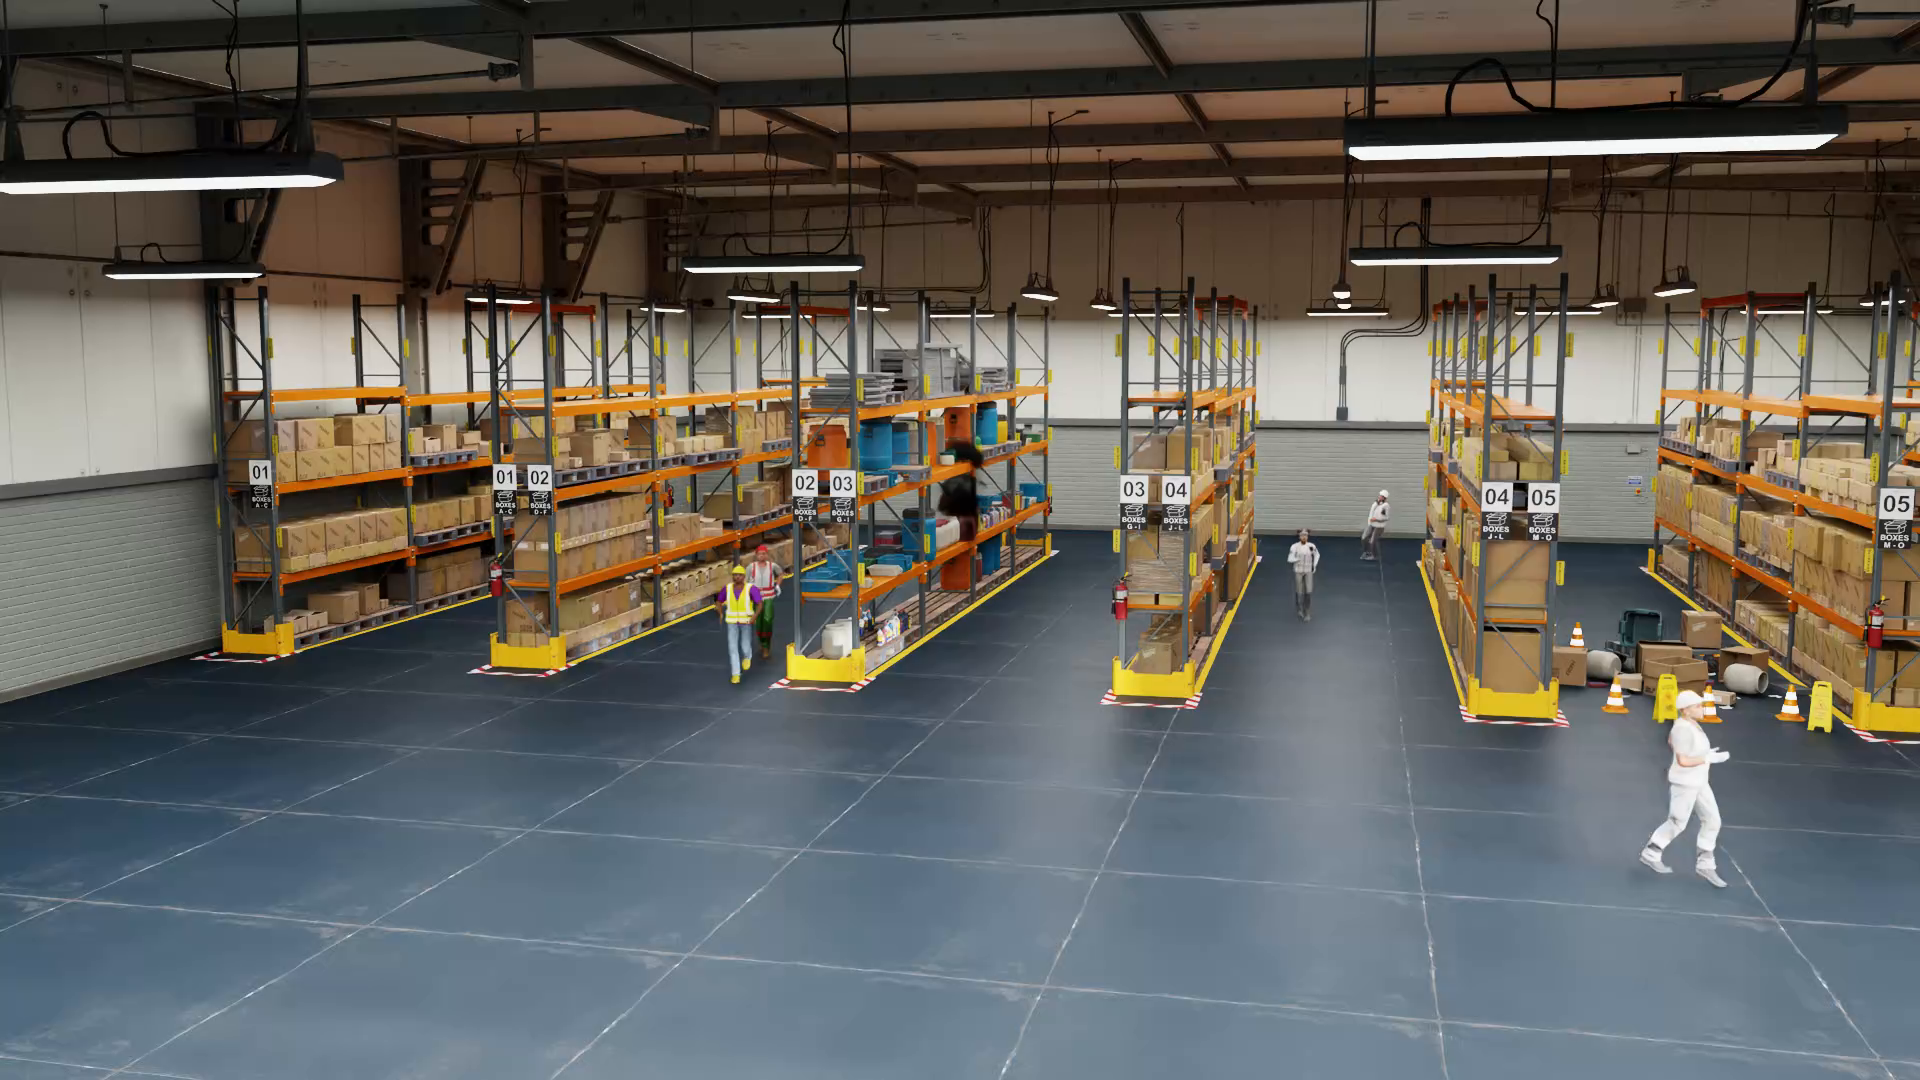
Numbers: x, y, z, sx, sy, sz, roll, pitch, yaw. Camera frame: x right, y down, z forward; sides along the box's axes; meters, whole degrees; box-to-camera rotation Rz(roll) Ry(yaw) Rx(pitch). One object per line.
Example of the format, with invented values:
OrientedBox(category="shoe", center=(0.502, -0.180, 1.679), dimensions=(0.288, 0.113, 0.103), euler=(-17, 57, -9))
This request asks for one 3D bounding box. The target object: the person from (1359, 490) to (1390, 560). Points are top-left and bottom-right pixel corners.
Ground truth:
OrientedBox(category="person", center=(9.772, -0.334, 39.180), dimensions=(0.565, 1.720, 0.811), euler=(-6, 9, -41))

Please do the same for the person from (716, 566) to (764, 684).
OrientedBox(category="person", center=(-3.350, 1.252, 25.238), dimensions=(0.715, 1.751, 0.824), euler=(0, 7, 0))

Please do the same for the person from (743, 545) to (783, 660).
OrientedBox(category="person", center=(-3.217, 0.991, 27.097), dimensions=(0.632, 1.832, 0.755), euler=(0, 7, 0))

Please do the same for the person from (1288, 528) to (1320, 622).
OrientedBox(category="person", center=(6.360, 0.639, 30.763), dimensions=(0.592, 1.729, 0.684), euler=(1, 7, 8))

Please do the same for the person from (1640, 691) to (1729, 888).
OrientedBox(category="person", center=(6.813, 2.316, 15.581), dimensions=(0.765, 1.832, 0.632), euler=(6, 9, 42))
